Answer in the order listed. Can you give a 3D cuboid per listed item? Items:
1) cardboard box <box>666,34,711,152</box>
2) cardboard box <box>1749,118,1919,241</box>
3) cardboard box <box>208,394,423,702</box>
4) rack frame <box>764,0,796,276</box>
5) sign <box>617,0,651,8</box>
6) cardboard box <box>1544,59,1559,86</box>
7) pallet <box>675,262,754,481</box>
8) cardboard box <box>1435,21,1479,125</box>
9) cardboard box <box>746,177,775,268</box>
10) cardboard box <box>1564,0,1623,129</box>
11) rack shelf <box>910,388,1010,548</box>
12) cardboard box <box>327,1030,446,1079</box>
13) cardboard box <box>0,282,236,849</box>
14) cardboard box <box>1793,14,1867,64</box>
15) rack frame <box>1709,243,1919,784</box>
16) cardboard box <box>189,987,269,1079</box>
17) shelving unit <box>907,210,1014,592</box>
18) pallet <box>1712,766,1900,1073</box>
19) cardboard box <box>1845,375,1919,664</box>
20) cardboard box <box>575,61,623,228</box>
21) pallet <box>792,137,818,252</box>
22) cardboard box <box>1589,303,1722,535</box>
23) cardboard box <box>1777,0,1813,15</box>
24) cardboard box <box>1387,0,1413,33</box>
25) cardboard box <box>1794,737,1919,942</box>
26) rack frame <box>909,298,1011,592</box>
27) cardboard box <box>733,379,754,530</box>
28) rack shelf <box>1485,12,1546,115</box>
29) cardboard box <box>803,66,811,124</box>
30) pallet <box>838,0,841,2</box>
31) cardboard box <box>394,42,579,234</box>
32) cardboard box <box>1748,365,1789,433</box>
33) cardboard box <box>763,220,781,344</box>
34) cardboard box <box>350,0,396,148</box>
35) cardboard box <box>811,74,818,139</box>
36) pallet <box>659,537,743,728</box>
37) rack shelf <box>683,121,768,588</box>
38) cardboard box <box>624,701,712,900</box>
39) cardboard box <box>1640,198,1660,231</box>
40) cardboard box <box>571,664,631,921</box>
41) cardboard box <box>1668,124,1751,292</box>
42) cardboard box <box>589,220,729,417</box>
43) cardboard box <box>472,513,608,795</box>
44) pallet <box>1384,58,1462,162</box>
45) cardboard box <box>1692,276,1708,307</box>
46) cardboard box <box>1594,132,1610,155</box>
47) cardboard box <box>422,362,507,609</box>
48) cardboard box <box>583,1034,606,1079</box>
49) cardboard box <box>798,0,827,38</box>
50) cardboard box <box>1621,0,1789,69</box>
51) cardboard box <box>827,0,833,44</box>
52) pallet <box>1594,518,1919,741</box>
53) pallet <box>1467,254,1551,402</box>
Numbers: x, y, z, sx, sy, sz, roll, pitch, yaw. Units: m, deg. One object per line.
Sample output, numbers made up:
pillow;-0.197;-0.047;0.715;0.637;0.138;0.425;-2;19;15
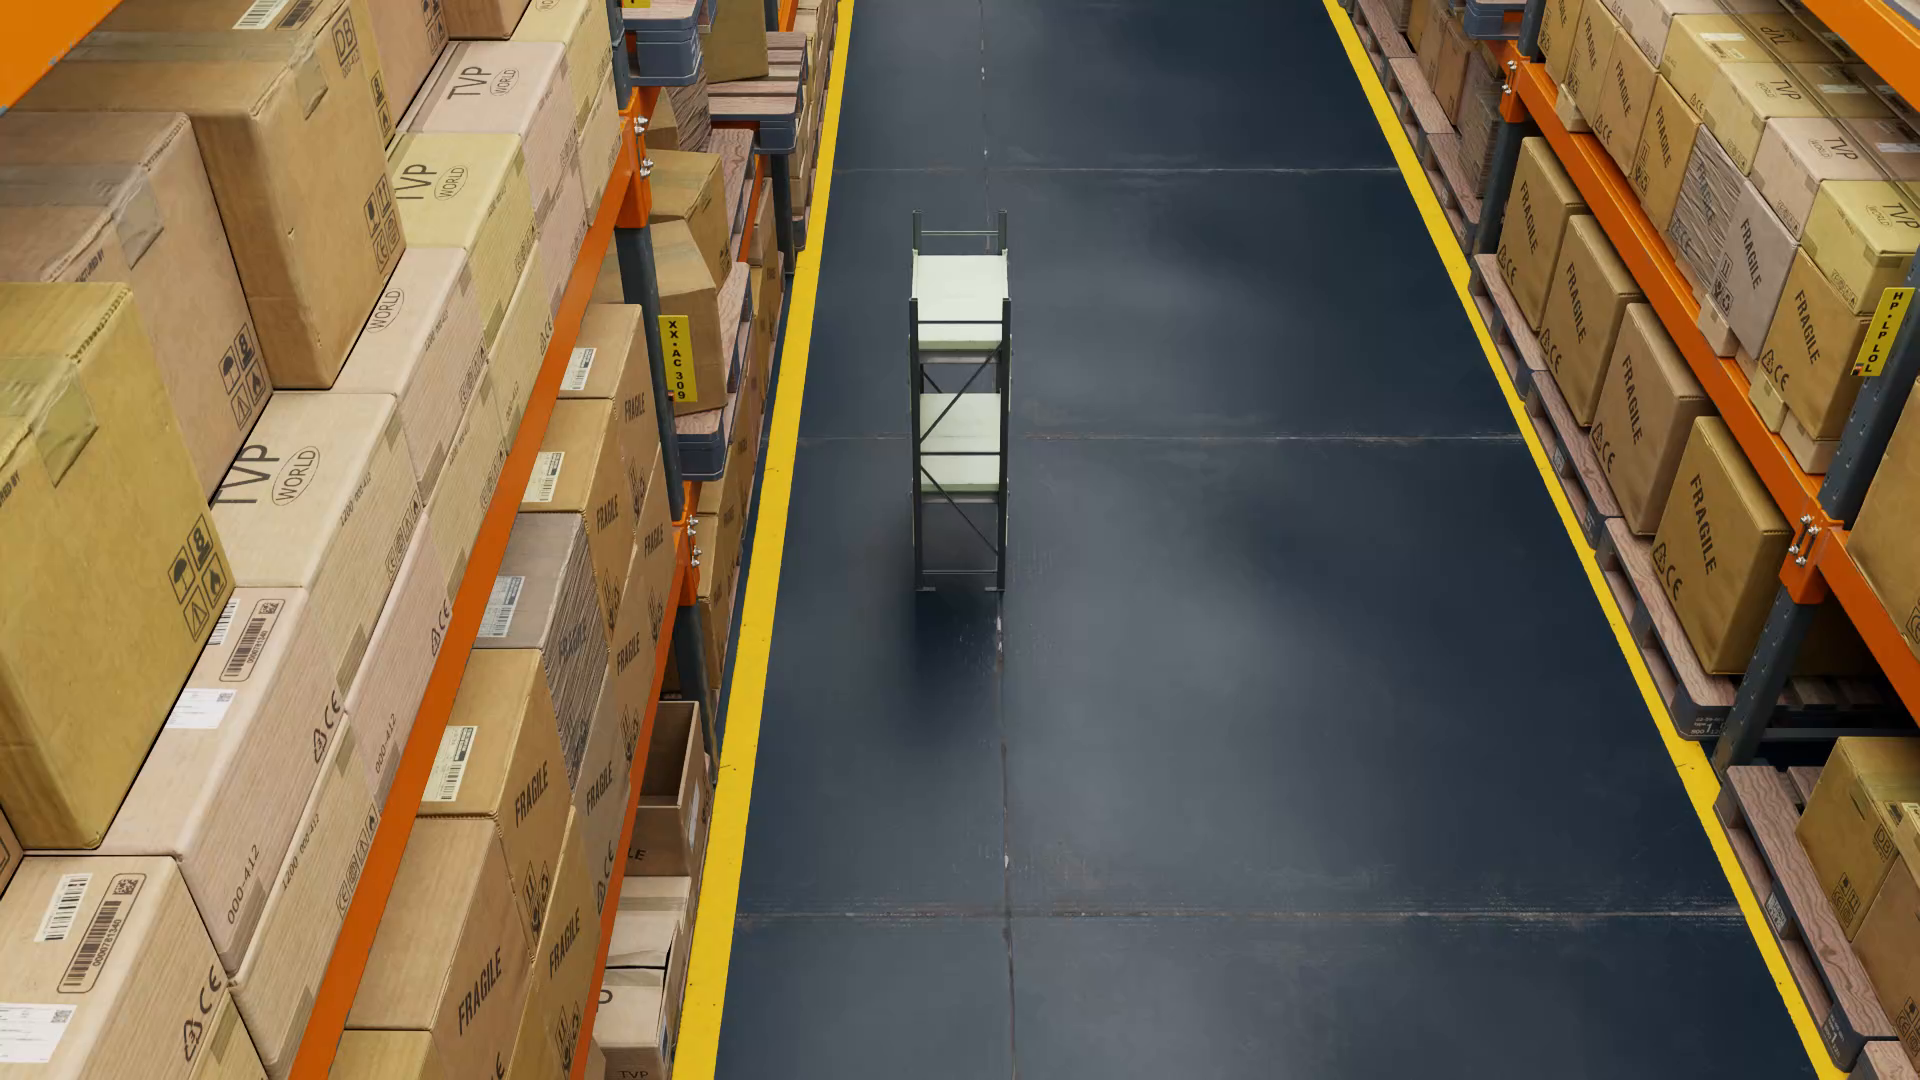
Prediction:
cardboard box;-1.540;-1.981;7.407;0.700;0.500;0.500;7;39;8
cardboard box;3.247;-1.315;6.059;0.500;0.250;0.500;1;39;1
cardboard box;-1.195;0.005;2.666;0.500;0.250;0.500;0;39;0
rack frame;-1.464;-2.744;8.775;1.000;3.000;0.127;0;39;0
sign;-0.916;-1.620;4.560;0.100;0.325;0.005;0;39;0
cardboard box;3.259;-2.453;8.598;0.380;0.149;0.250;-1;39;-1
pallet;-1.351;-0.667;6.337;1.003;0.211;1.213;0;39;0
cardboard box;3.524;-3.029;10.778;0.700;0.500;0.500;0;39;0
cardboard box;-1.224;-1.613;8.411;0.500;0.250;0.500;1;39;2
cardboard box;3.226;-2.281;7.864;0.500;0.500;0.500;1;39;1
rack shelf;0.000;-0.335;7.490;0.431;0.370;0.720;0;39;0
cardboard box;-1.199;1.225;2.943;0.500;0.500;0.500;0;39;0
cardboard box;-1.387;0.025;2.041;0.700;0.500;0.500;0;39;0
cardboard box;3.745;-1.959;6.862;0.500;0.250;0.500;-1;39;-1
rack frame;3.495;-0.248;5.661;1.000;3.000;0.127;0;39;0
cardboard box;-1.201;0.826;2.042;0.500;0.250;0.500;0;39;0
shelving unit;0.000;-0.589;7.286;0.431;1.500;0.755;0;39;0
pallet;3.417;1.316;5.940;1.003;0.211;1.213;0;39;0
cardboard box;3.479;-0.026;5.144;0.980;0.700;0.700;1;39;1
cardboard box;-1.192;-1.050;4.383;0.500;0.250;0.500;0;39;0
pallet;-1.426;-2.170;10.289;1.003;0.211;1.213;0;39;0
cardboard box;3.360;-0.535;7.403;0.750;0.750;0.750;1;39;1
cardboard box;3.744;-2.277;7.259;0.500;0.250;0.500;-1;39;-1
cardboard box;3.503;-3.987;11.974;0.700;0.500;0.500;1;39;1
cardboard box;3.393;1.031;5.728;0.700;0.500;0.500;0;39;1
rack frame;0.000;-0.361;7.001;0.400;1.500;0.023;0;39;0
cardboard box;-1.221;-0.387;7.482;0.500;0.500;0.500;0;39;0
rack shelf;3.488;-3.720;10.568;1.077;0.370;4.000;0;39;0
cardboard box;-1.180;-2.710;10.147;0.500;0.311;0.500;-1;39;-1
pallet;-1.427;-4.654;13.389;1.003;0.211;1.213;0;39;0
cardboard box;-1.190;-0.933;3.837;0.500;0.250;0.500;0;39;0
cardboard box;3.187;-0.527;6.194;0.380;0.149;0.250;1;39;1
cardboard box;-1.228;-1.355;8.690;0.500;0.500;0.500;1;39;2
cardboard box;-1.555;-0.912;3.212;0.700;0.500;0.500;0;39;0
cardboard box;-1.179;-2.802;10.710;0.500;0.250;0.500;-1;39;-1
pallet;-1.498;0.337;7.160;1.003;0.211;1.213;0;39;0
rack shelf;-1.461;-1.212;7.439;1.077;0.370;4.000;0;39;0
cardboard box;-1.175;0.918;5.853;0.500;0.500;0.500;0;39;0
cardboard box;3.271;-1.494;7.401;0.380;0.149;0.250;0;39;0
cardboard box;-1.197;0.675;4.429;0.500;0.500;0.500;1;39;1
cardboard box;3.239;-1.333;6.681;0.500;0.500;0.500;0;39;0
cardboard box;-1.236;-0.742;5.861;0.700;0.500;0.500;-13;40;-15
cardboard box;-1.196;0.280;4.122;0.500;0.500;0.500;0;39;0
pallet;3.492;-2.911;11.214;1.003;0.211;1.213;0;39;0
cardboard box;3.239;-1.007;6.793;0.380;0.149;0.250;0;39;0
cardboard box;3.290;-1.972;7.997;0.380;0.149;0.250;0;39;0
cardboard box;-1.198;-0.112;3.213;0.500;0.250;0.500;0;39;0
cardboard box;-1.452;1.735;4.831;0.797;0.503;0.637;0;39;0
cardboard box;-1.176;-3.664;11.338;0.500;0.311;0.500;0;39;0
cardboard box;3.239;-2.272;7.253;0.500;0.250;0.500;0;39;0
cardboard box;-1.179;-3.761;11.907;0.500;0.250;0.500;-1;39;-1
pallet;3.418;0.357;7.135;1.003;0.211;1.213;0;39;0
pallet;3.416;-1.168;9.039;1.003;0.211;1.213;0;39;0
